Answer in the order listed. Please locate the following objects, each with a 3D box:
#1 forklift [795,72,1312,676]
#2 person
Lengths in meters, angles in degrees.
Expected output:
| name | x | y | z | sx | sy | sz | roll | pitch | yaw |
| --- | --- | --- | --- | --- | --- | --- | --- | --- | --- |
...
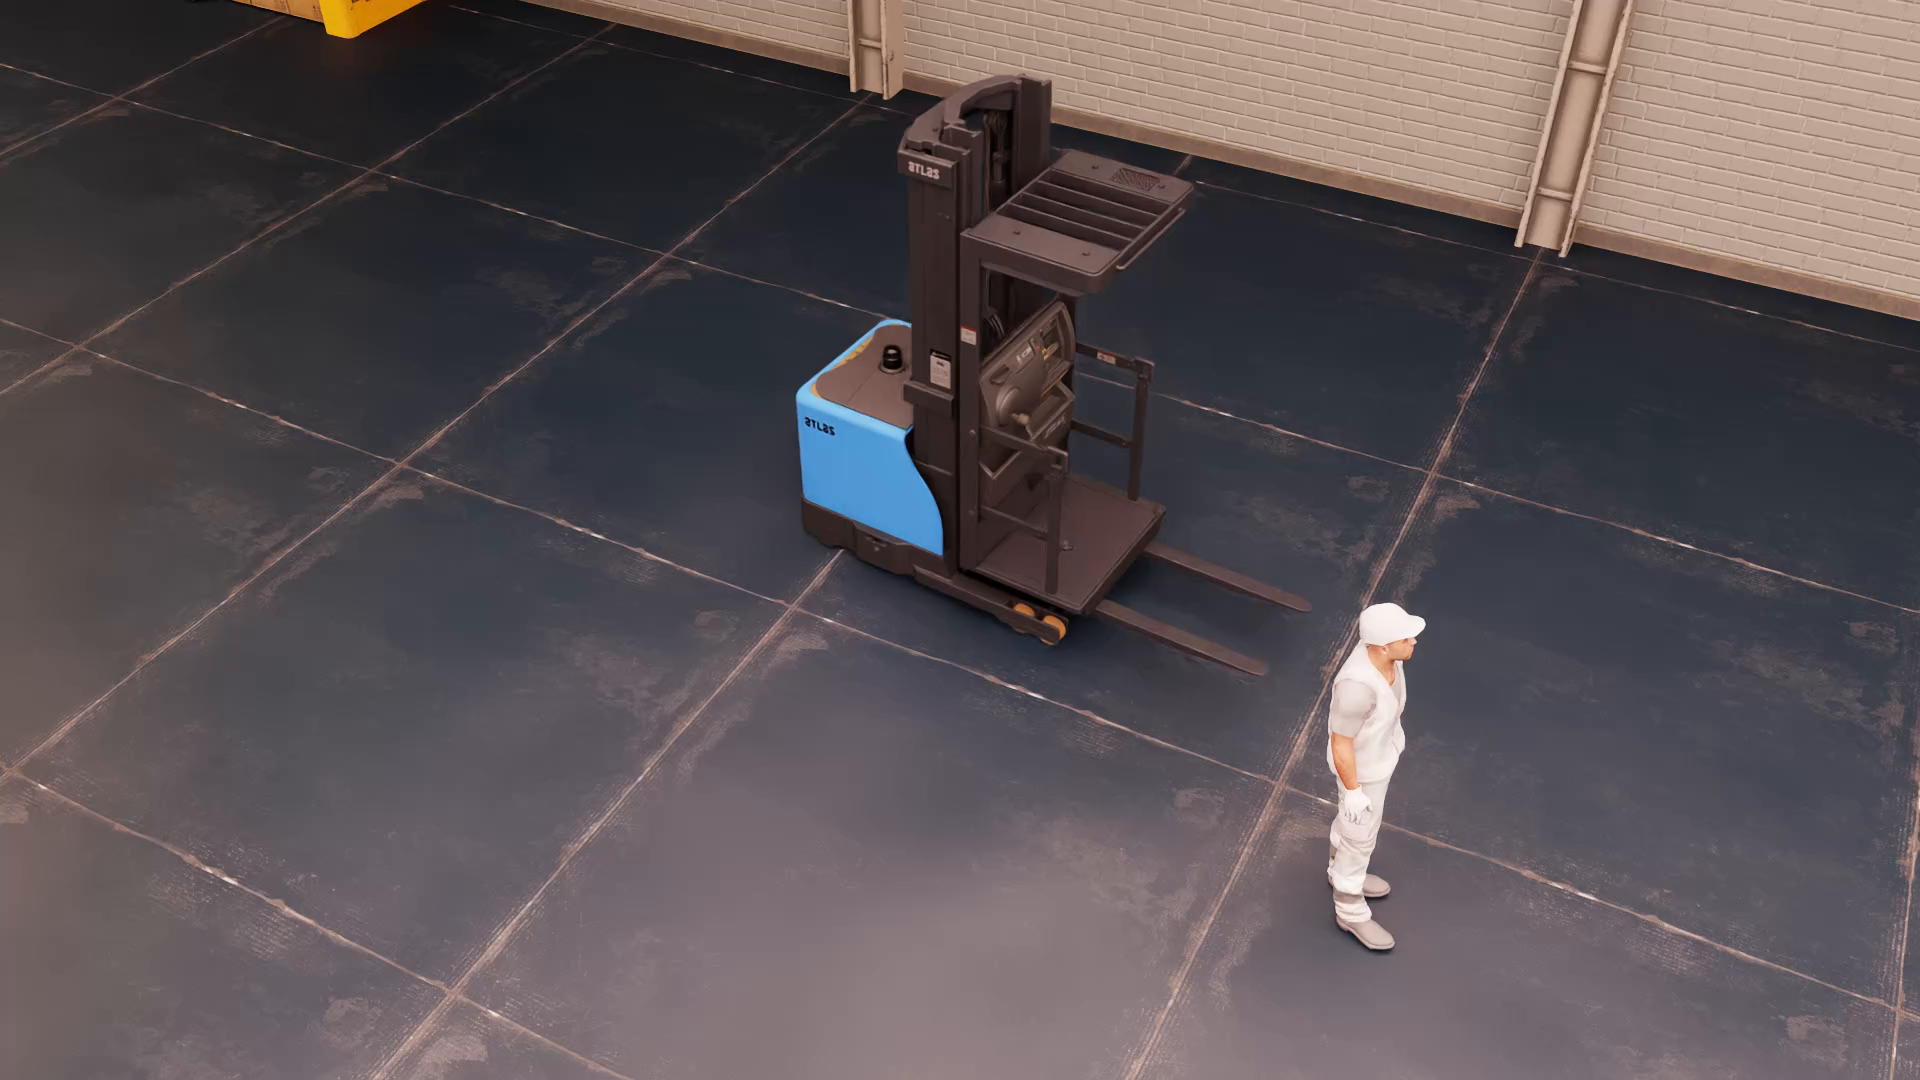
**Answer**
| name | x | y | z | sx | sy | sz | roll | pitch | yaw |
| --- | --- | --- | --- | --- | --- | --- | --- | --- | --- |
| forklift | 0.549 | -0.913 | 9.071 | 3.031 | 2.935 | 1.130 | 22 | 45 | 24 |
| person | 1.937 | 1.040 | 7.626 | 0.563 | 1.789 | 0.638 | 19 | 44 | 21 |
